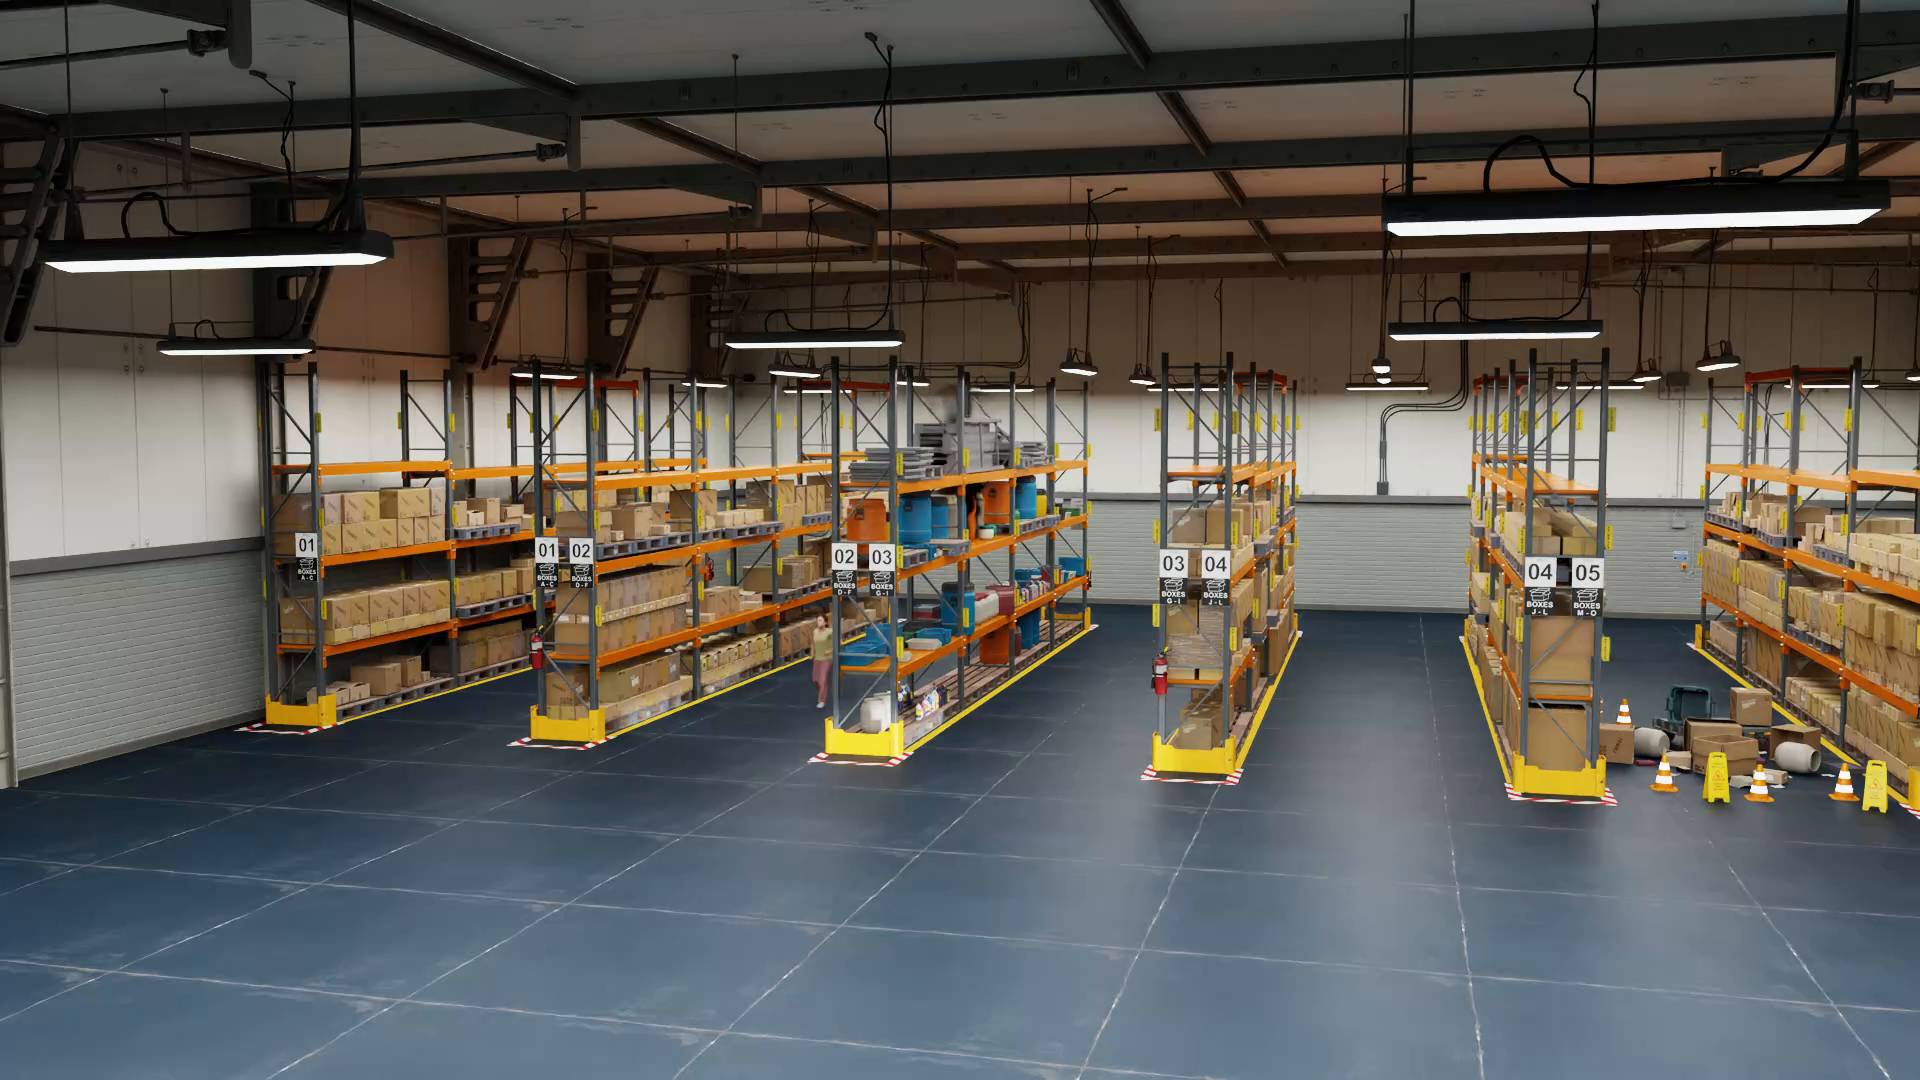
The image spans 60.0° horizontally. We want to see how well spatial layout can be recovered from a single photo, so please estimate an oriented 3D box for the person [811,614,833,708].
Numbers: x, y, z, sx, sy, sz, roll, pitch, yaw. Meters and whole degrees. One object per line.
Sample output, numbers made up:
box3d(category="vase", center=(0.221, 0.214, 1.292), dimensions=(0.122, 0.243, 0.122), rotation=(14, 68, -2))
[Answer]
box3d(category="person", center=(-2.399, 2.127, 29.400), dimensions=(0.574, 1.638, 0.583), rotation=(1, 4, 17))
